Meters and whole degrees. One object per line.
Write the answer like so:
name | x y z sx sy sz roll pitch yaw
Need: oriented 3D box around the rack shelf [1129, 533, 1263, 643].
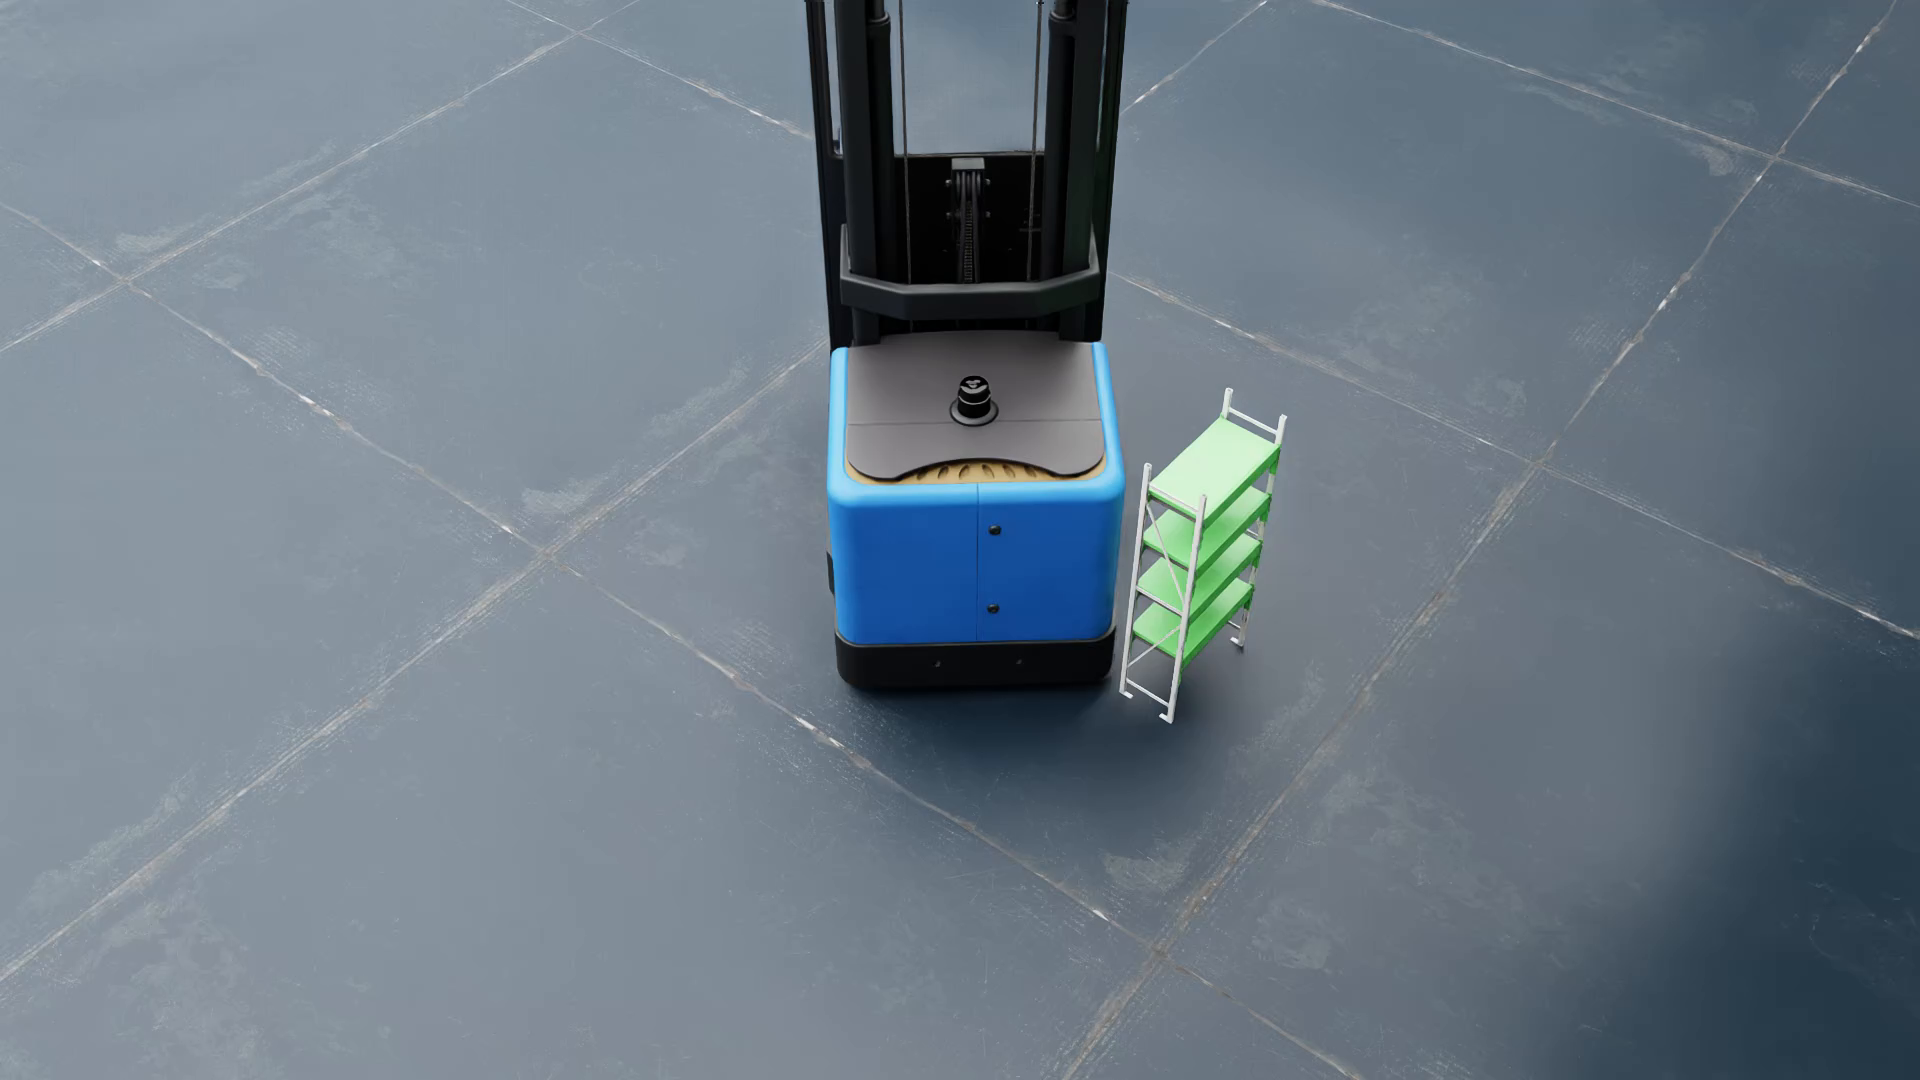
rack shelf | 0.861 0.126 6.053 0.258 0.148 0.480 31 54 26

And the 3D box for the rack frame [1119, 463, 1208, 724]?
rack frame | 0.706 0.218 5.877 0.240 1.200 0.015 31 54 26

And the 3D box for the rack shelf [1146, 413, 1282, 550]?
rack shelf | 0.861 -0.206 5.706 0.258 0.148 0.480 31 54 26

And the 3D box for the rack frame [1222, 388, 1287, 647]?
rack frame | 1.016 -0.055 6.137 0.240 1.200 0.015 31 54 26

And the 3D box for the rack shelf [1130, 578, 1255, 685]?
rack shelf | 0.861 0.292 6.227 0.258 0.148 0.480 31 54 26

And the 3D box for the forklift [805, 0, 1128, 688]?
forklift | 0.014 -1.508 6.328 1.130 2.935 3.031 -1 46 -1

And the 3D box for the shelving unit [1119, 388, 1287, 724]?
shelving unit | 0.861 0.082 6.007 0.258 1.200 0.503 31 54 26

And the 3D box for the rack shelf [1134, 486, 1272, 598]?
rack shelf | 0.861 -0.040 5.880 0.258 0.148 0.480 31 54 26
